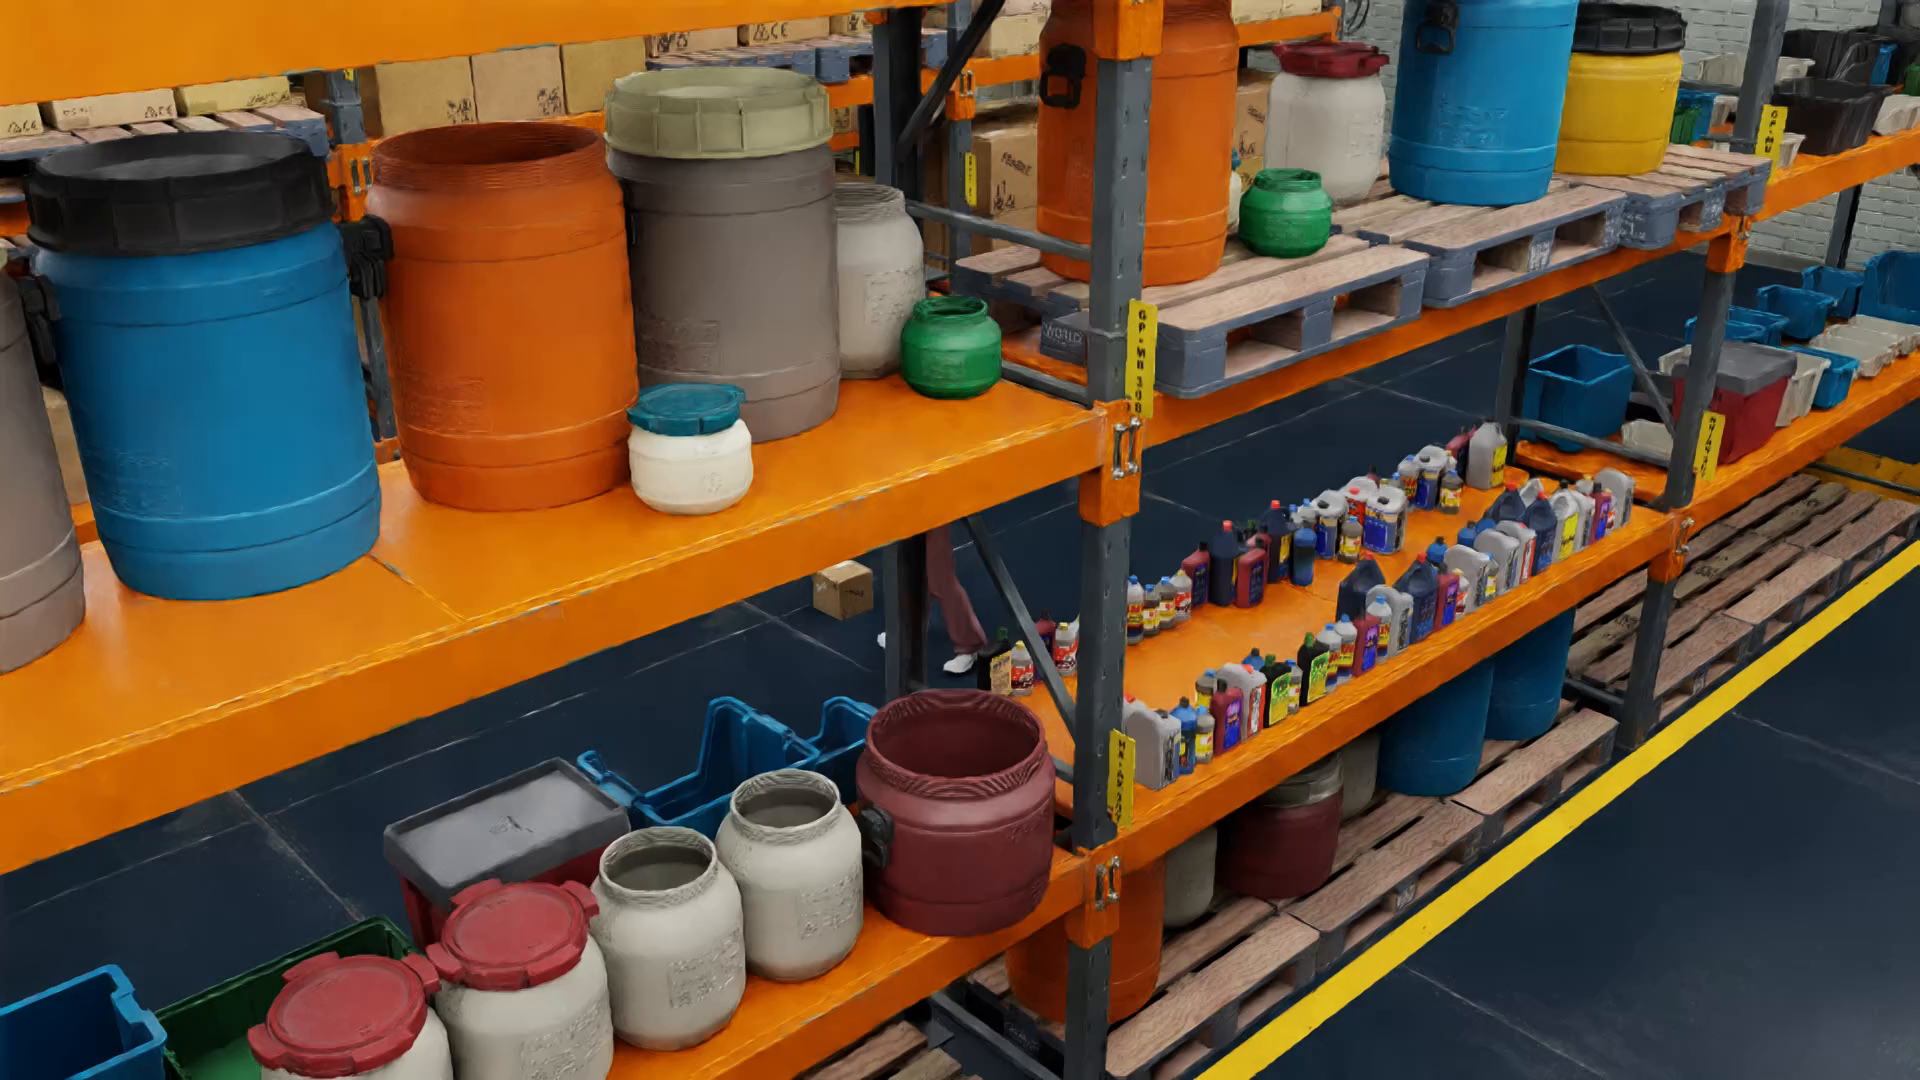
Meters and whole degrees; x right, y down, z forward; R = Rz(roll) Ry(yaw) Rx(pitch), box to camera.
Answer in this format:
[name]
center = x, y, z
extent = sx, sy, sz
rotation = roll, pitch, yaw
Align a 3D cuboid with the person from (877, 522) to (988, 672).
[person]
center = -0.158, -0.117, 8.860
extent = 0.639, 1.667, 0.513
rotation = 2, 25, 5
